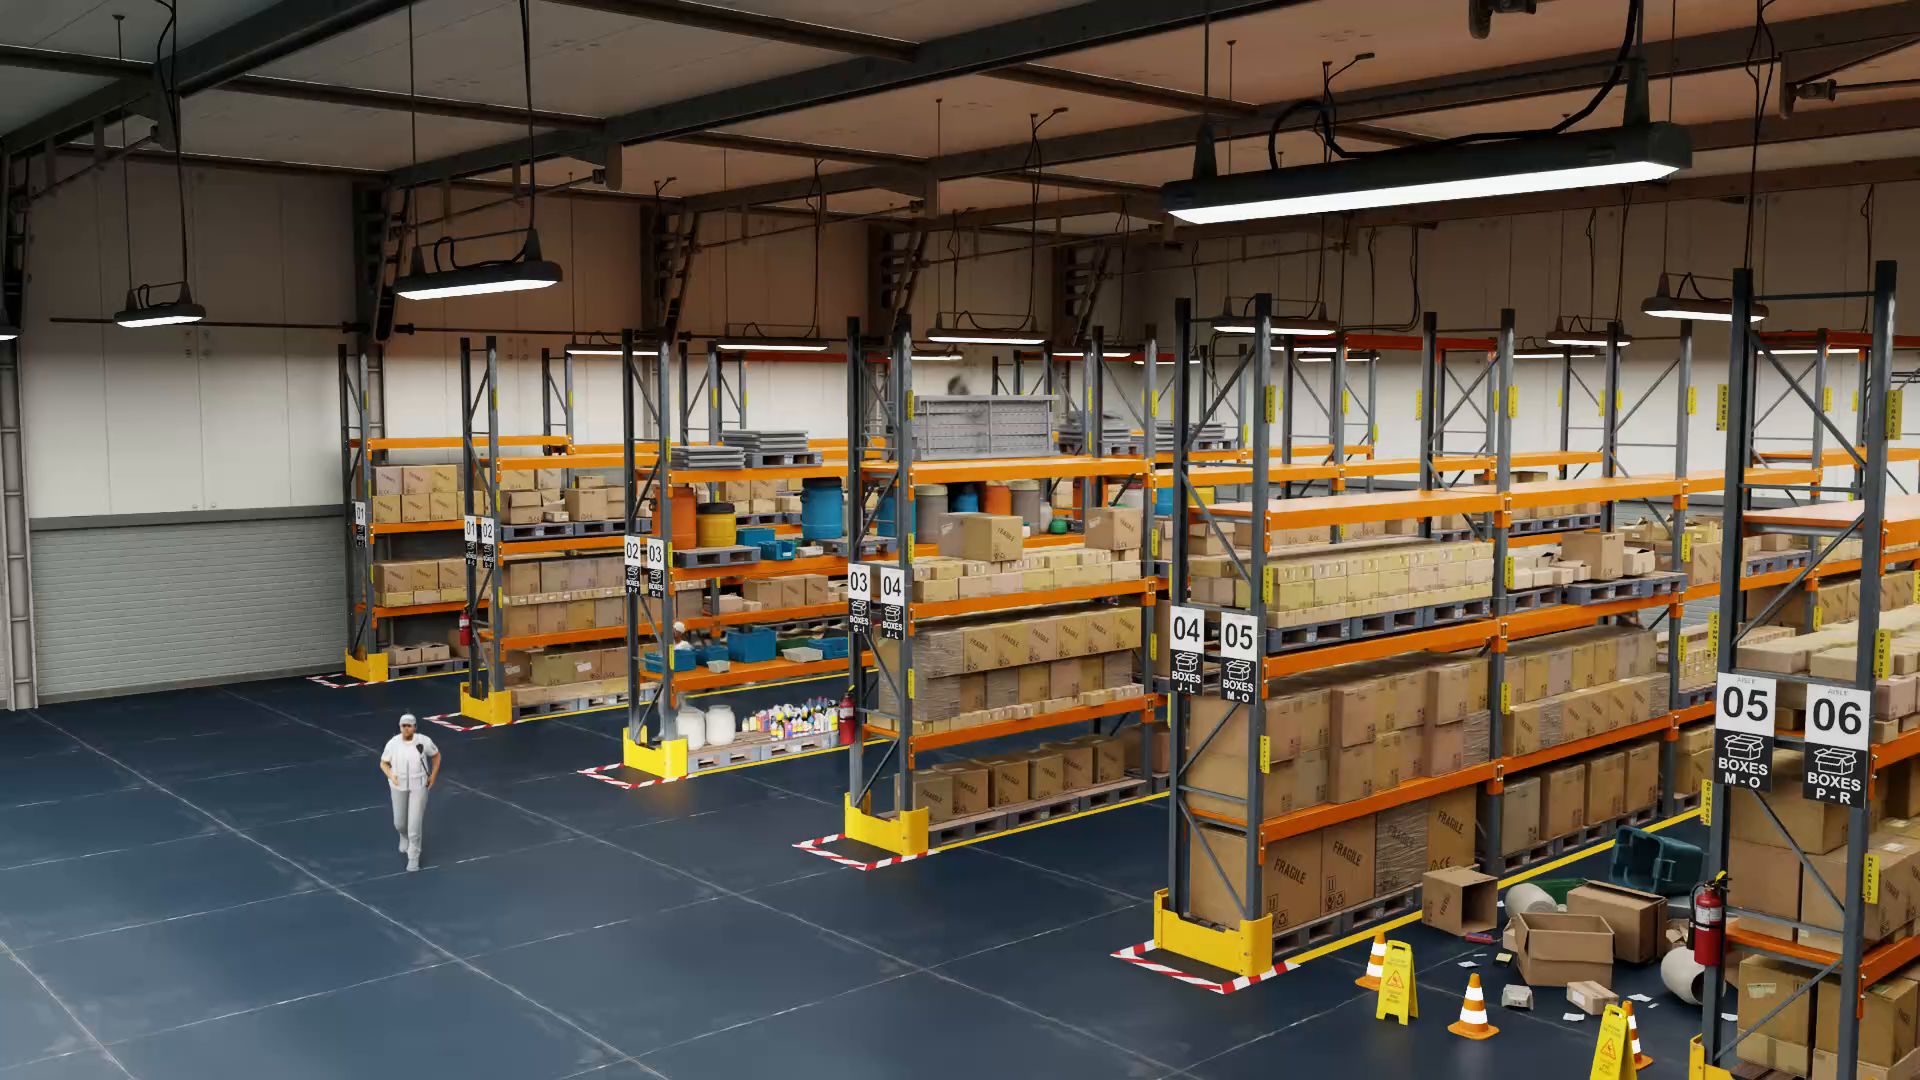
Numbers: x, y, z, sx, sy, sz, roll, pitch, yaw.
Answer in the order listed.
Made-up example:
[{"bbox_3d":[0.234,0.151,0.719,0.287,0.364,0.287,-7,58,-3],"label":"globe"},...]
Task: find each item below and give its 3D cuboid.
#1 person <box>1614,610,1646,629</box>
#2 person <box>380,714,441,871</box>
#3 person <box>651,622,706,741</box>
[{"bbox_3d":[12.168,1.582,30.329,0.725,1.788,0.710,-3,6,-30],"label":"person"},{"bbox_3d":[-6.014,2.721,18.228,0.630,1.671,0.766,-1,5,-11],"label":"person"},{"bbox_3d":[-4.187,2.087,24.602,0.886,1.757,0.698,-5,7,-43],"label":"person"}]
